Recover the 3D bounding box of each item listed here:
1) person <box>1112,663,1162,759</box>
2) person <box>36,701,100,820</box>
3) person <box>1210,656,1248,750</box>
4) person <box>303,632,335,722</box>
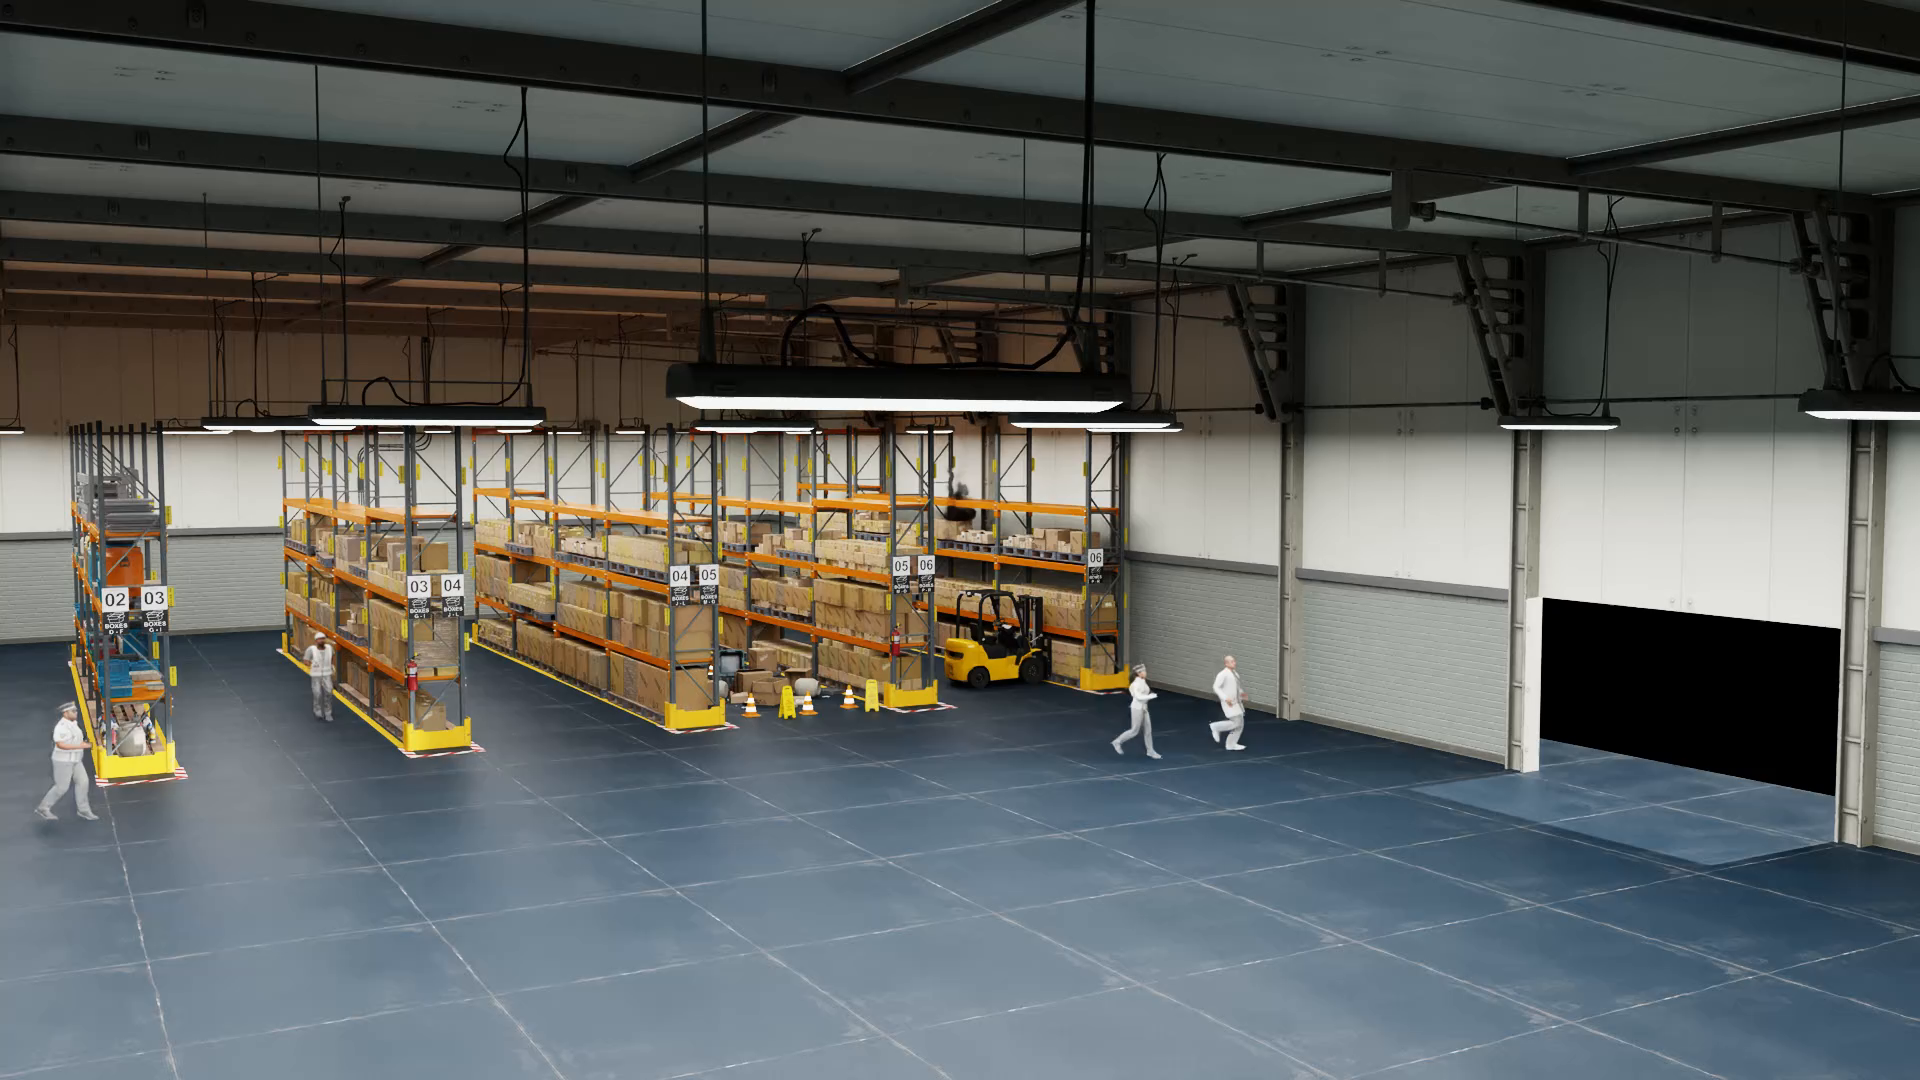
[{"bbox_3d":[3.159,3.026,29.576,0.899,1.687,0.631,1,4,18],"label":"person"},{"bbox_3d":[-13.306,3.311,24.757,0.830,1.839,0.683,0,4,-7],"label":"person"},{"bbox_3d":[4.937,2.986,30.479,0.630,1.730,0.724,3,4,35],"label":"person"},{"bbox_3d":[-12.906,2.771,33.572,0.659,1.829,0.759,-2,4,-30],"label":"person"}]
